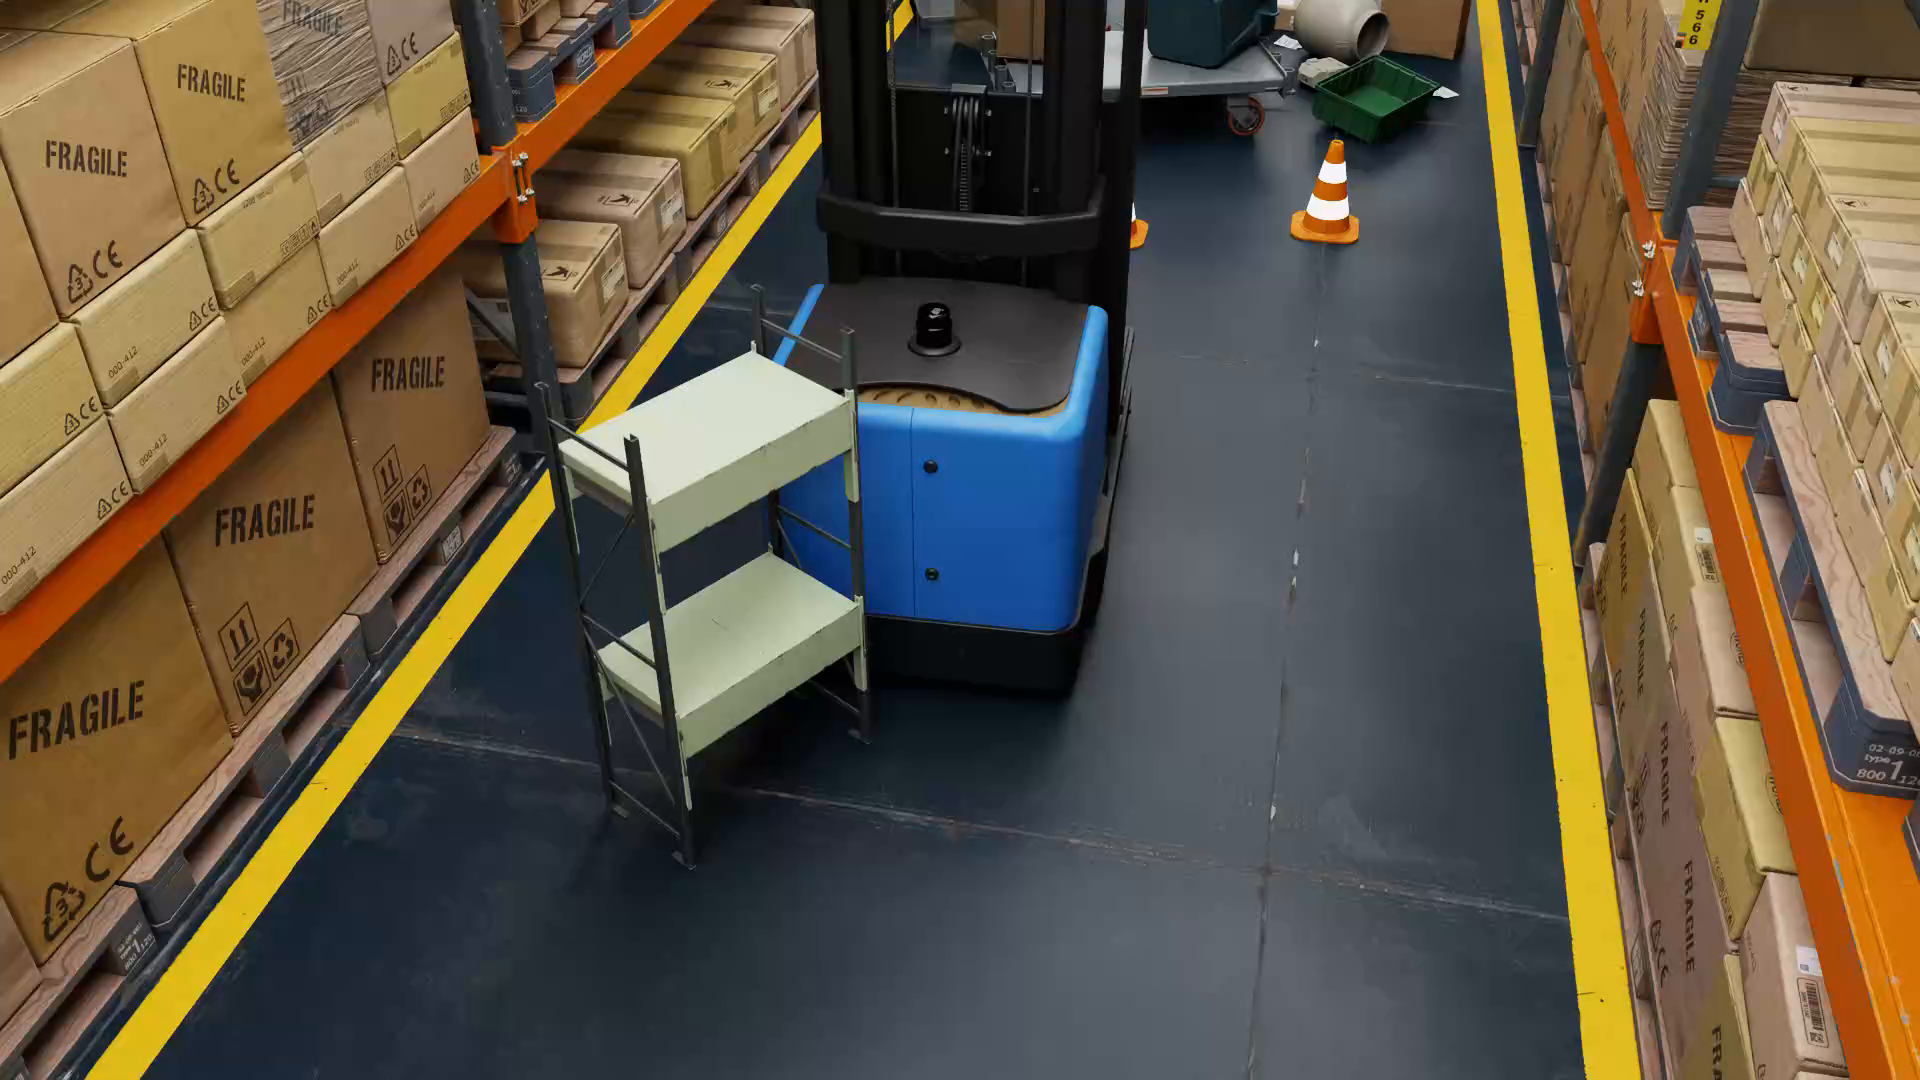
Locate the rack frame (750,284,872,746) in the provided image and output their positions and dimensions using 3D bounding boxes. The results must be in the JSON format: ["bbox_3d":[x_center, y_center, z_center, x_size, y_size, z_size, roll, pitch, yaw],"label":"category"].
[{"bbox_3d":[-0.437,-0.030,5.014,0.400,1.500,0.023,28,45,33],"label":"rack frame"}]

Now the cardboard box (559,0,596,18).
[{"bbox_3d":[-1.653,-2.184,6.563,0.380,0.149,0.250,5,36,7],"label":"cardboard box"}]

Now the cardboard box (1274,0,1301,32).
[{"bbox_3d":[2.179,-3.483,10.830,0.396,0.266,0.258,14,38,18],"label":"cardboard box"}]

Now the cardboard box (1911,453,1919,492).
[{"bbox_3d":[2.076,-0.099,3.179,0.380,0.149,0.250,6,36,8],"label":"cardboard box"}]

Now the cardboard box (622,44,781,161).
[{"bbox_3d":[-1.506,-2.329,8.789,0.950,0.372,0.625,10,37,13],"label":"cardboard box"}]

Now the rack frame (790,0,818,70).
[{"bbox_3d":[-1.247,-3.937,9.126,1.000,3.000,0.127,7,37,10],"label":"rack frame"}]

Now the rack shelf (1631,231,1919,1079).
[{"bbox_3d":[2.329,0.357,3.814,1.077,0.370,4.000,7,37,10],"label":"rack shelf"}]

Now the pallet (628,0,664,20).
[{"bbox_3d":[-1.718,-2.706,7.591,1.003,0.211,1.213,7,37,10],"label":"pallet"}]

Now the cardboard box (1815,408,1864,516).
[{"bbox_3d":[2.182,-0.158,3.768,0.380,0.149,0.250,8,37,11],"label":"cardboard box"}]

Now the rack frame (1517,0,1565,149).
[{"bbox_3d":[3.611,-3.374,8.349,1.000,3.000,0.127,7,37,10],"label":"rack frame"}]

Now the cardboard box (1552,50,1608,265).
[{"bbox_3d":[3.356,-1.713,7.617,1.050,0.750,0.750,7,37,10],"label":"cardboard box"}]

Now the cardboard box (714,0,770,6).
[{"bbox_3d":[-1.383,-3.366,10.323,0.500,0.250,0.500,9,37,12],"label":"cardboard box"}]

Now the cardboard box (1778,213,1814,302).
[{"bbox_3d":[2.347,-0.709,4.274,0.380,0.149,0.250,6,36,9],"label":"cardboard box"}]

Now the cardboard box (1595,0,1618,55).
[{"bbox_3d":[2.910,-2.280,6.755,0.500,0.500,0.500,8,37,11],"label":"cardboard box"}]

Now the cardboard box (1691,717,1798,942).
[{"bbox_3d":[2.036,0.694,3.869,0.500,0.250,0.500,6,36,8],"label":"cardboard box"}]

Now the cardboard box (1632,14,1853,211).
[{"bbox_3d":[2.590,-1.413,5.559,0.500,0.500,0.500,7,37,10],"label":"cardboard box"}]

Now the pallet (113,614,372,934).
[{"bbox_3d":[-2.606,0.626,5.207,1.003,0.211,1.213,7,37,10],"label":"pallet"}]

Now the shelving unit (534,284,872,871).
[{"bbox_3d":[-0.685,0.128,4.796,0.431,1.500,0.755,28,45,33],"label":"shelving unit"}]

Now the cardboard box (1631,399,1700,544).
[{"bbox_3d":[2.373,-0.177,5.072,0.500,0.250,0.500,6,36,8],"label":"cardboard box"}]

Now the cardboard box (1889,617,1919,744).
[{"bbox_3d":[2.011,0.296,3.142,0.380,0.149,0.250,6,36,8],"label":"cardboard box"}]

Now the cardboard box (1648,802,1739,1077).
[{"bbox_3d":[2.038,1.011,4.071,0.500,0.500,0.500,7,36,9],"label":"cardboard box"}]

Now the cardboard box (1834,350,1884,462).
[{"bbox_3d":[2.183,-0.279,3.682,0.380,0.149,0.250,7,37,10],"label":"cardboard box"}]

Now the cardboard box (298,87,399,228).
[{"bbox_3d":[-2.062,-1.181,5.025,0.500,0.250,0.500,6,36,9],"label":"cardboard box"}]

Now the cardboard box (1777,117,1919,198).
[{"bbox_3d":[2.414,-0.995,4.416,0.380,0.149,0.250,6,36,9],"label":"cardboard box"}]

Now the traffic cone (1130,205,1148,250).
[{"bbox_3d":[0.771,-1.731,8.245,0.336,0.463,0.334,7,37,10],"label":"traffic cone"}]

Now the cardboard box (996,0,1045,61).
[{"bbox_3d":[0.499,-3.025,9.353,0.500,0.500,0.500,7,37,10],"label":"cardboard box"}]

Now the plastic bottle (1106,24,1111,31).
[{"bbox_3d":[0.861,-3.252,10.684,0.133,0.061,0.283,14,38,18],"label":"plastic bottle"}]

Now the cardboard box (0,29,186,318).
[{"bbox_3d":[-2.285,-0.891,3.986,0.500,0.500,0.500,7,36,9],"label":"cardboard box"}]

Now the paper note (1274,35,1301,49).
[{"bbox_3d":[2.113,-3.177,10.614,0.172,0.023,0.155,20,41,26],"label":"paper note"}]

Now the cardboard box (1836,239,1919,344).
[{"bbox_3d":[2.244,-0.548,3.799,0.380,0.149,0.250,9,37,12],"label":"cardboard box"}]

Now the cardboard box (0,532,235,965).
[{"bbox_3d":[-2.716,0.456,4.518,0.875,0.875,0.875,8,37,11],"label":"cardboard box"}]

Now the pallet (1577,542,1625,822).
[{"bbox_3d":[2.588,0.496,5.386,1.003,0.211,1.213,7,37,10],"label":"pallet"}]

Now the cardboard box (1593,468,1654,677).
[{"bbox_3d":[2.356,0.135,5.280,0.500,0.500,0.500,6,36,8],"label":"cardboard box"}]

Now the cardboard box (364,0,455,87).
[{"bbox_3d":[-1.956,-1.760,5.184,0.500,0.500,0.500,6,36,9],"label":"cardboard box"}]

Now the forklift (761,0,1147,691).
[{"bbox_3d":[0.105,-1.551,5.893,1.130,2.935,3.031,6,36,8],"label":"forklift"}]

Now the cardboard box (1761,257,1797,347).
[{"bbox_3d":[2.349,-0.609,4.391,0.380,0.149,0.250,9,37,12],"label":"cardboard box"}]

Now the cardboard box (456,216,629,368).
[{"bbox_3d":[-1.970,-1.072,7.055,0.950,0.372,0.625,5,36,7],"label":"cardboard box"}]

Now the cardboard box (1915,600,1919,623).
[{"bbox_3d":[2.016,0.171,3.060,0.380,0.149,0.250,6,36,8],"label":"cardboard box"}]

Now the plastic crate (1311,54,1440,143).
[{"bbox_3d":[2.368,-2.523,9.522,0.450,0.188,0.662,36,48,26],"label":"plastic crate"}]

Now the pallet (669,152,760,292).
[{"bbox_3d":[-1.670,-1.659,8.360,1.003,0.211,1.213,7,37,10],"label":"pallet"}]

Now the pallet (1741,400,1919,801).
[{"bbox_3d":[2.374,0.137,3.669,1.003,0.211,1.213,7,37,10],"label":"pallet"}]

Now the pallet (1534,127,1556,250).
[{"bbox_3d":[3.520,-1.793,8.544,1.003,0.211,1.213,7,37,10],"label":"pallet"}]

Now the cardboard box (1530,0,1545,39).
[{"bbox_3d":[4.002,-3.553,10.049,0.875,0.875,0.875,8,37,10],"label":"cardboard box"}]

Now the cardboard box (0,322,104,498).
[{"bbox_3d":[-2.368,-0.297,3.806,0.500,0.250,0.500,8,37,11],"label":"cardboard box"}]

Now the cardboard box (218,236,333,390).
[{"bbox_3d":[-2.172,-0.679,4.758,0.500,0.250,0.500,7,37,9],"label":"cardboard box"}]
